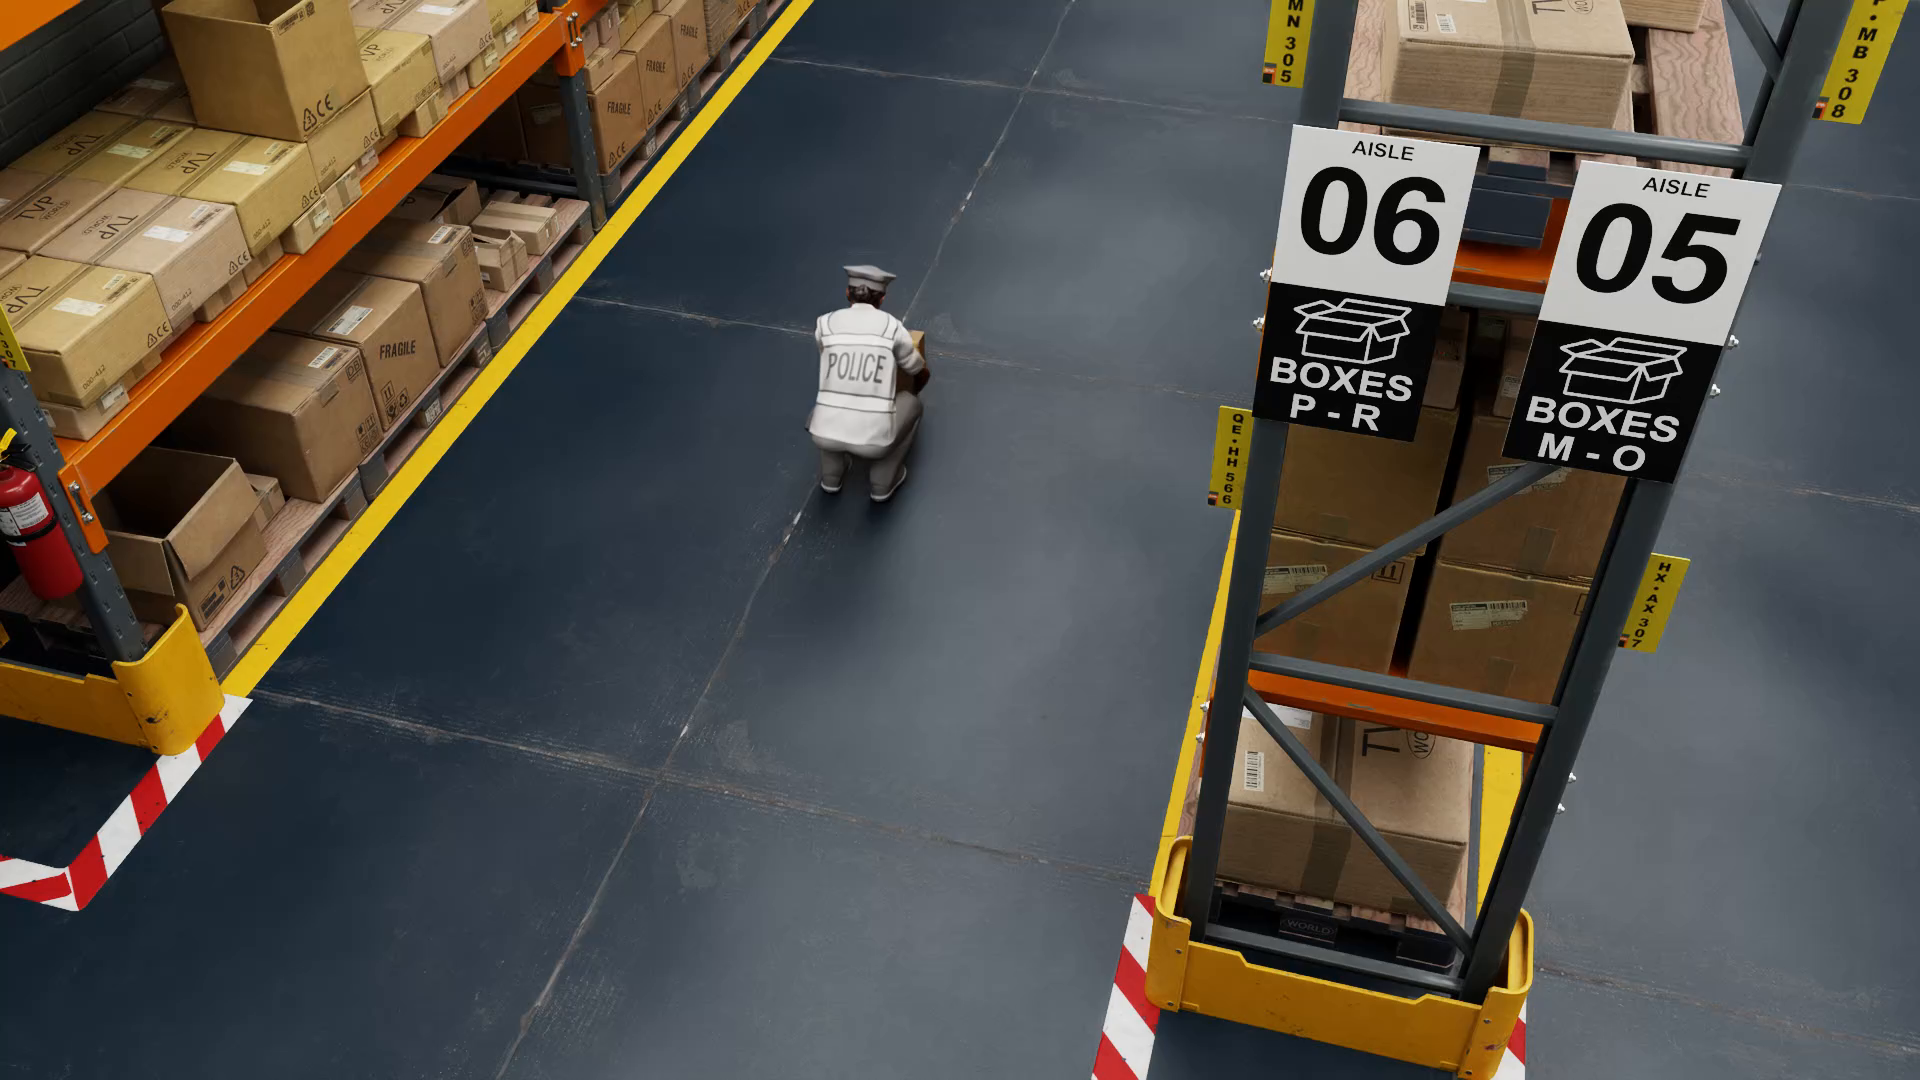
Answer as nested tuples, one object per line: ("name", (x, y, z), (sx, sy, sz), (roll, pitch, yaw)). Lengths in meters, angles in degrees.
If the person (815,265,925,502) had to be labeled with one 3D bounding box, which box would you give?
("person", (-0.430, -0.732, 7.546), (0.491, 0.947, 0.713), (10, 42, 11))
